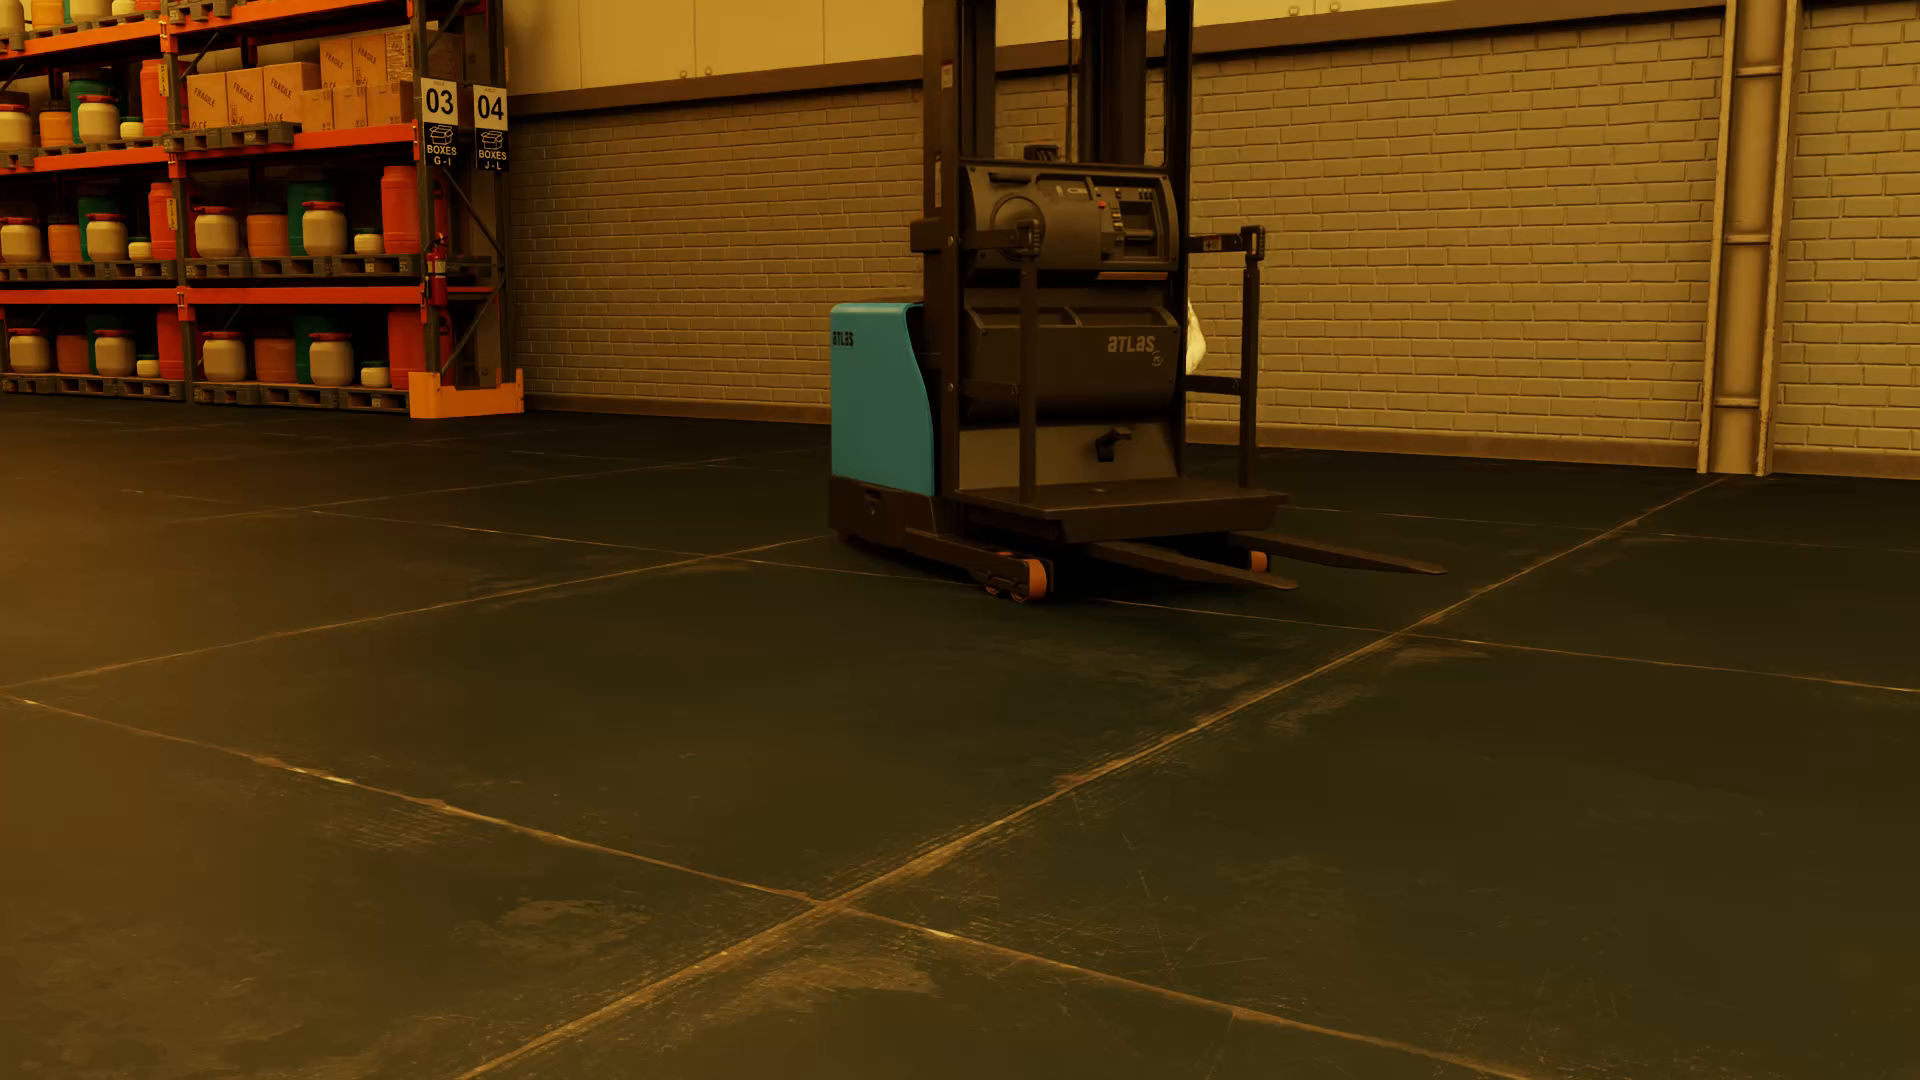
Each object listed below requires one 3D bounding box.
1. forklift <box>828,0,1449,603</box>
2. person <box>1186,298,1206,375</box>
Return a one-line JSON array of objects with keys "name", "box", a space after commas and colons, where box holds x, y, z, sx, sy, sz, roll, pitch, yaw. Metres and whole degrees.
[{"name": "forklift", "box": [0.550, -1.295, 6.296, 1.130, 2.935, 3.031, -4, 9, -28]}, {"name": "person", "box": [0.694, -0.667, 7.486, 0.740, 1.470, 0.829, 3, 9, 20]}]
